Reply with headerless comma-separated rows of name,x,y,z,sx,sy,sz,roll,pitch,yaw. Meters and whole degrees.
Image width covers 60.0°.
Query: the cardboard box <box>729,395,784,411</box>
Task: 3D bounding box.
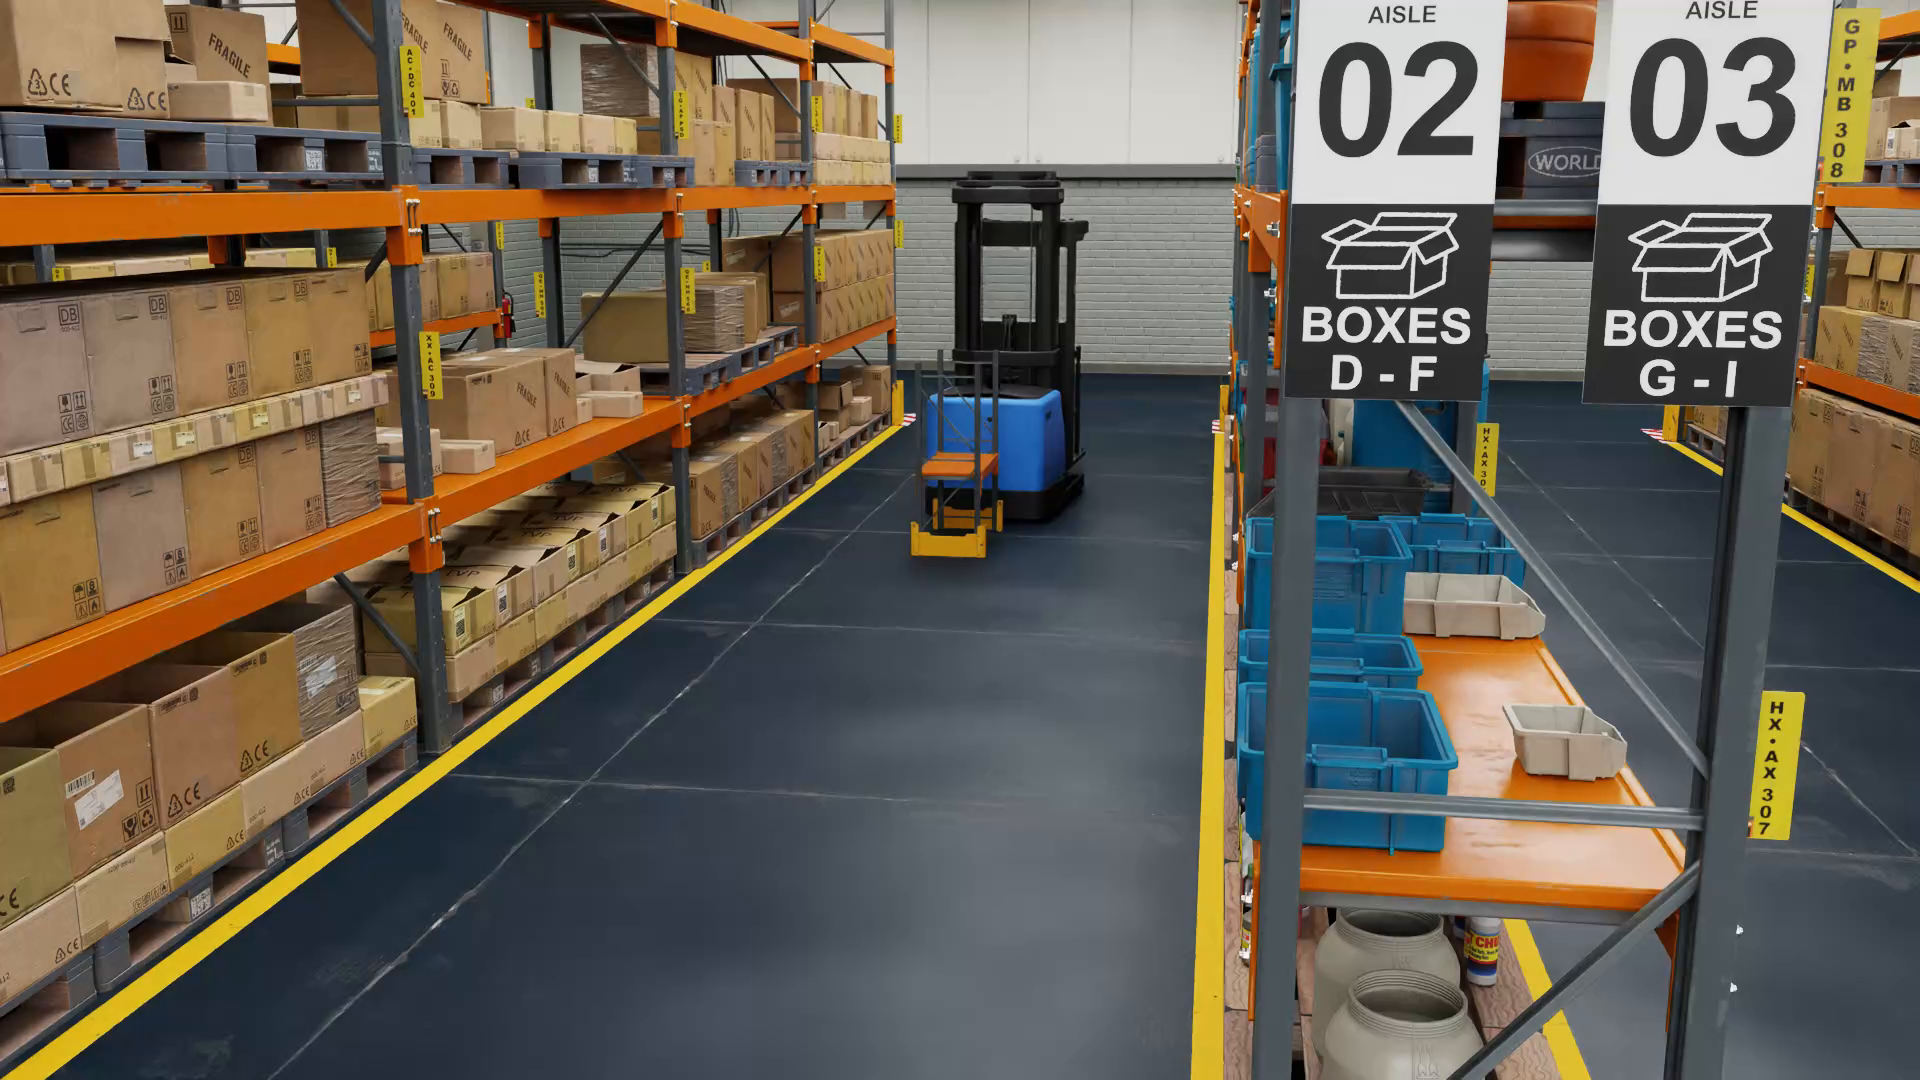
cardboard box,-2.073,-1.187,16.772,0.500,0.500,0.500,2,12,9

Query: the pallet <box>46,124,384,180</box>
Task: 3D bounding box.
pallet,-3.216,-1.646,7.100,1.003,0.211,1.213,2,12,9

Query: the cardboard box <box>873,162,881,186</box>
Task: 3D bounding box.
cardboard box,-1.171,-4.073,18.508,0.500,0.250,0.500,2,12,9

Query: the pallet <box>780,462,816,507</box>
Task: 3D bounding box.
pallet,-1.968,-0.533,15.464,1.003,0.211,1.213,2,12,9

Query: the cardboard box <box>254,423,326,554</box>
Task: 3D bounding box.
cardboard box,-3.247,-0.247,7.284,0.700,0.500,0.500,2,12,8

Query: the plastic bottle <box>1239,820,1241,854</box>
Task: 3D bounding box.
plastic bottle,1.153,1.165,6.565,0.097,0.201,0.097,0,12,0

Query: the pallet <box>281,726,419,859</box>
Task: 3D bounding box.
pallet,-3.274,1.126,7.766,1.003,0.211,1.213,2,12,9

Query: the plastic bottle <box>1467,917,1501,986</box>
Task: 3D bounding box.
plastic bottle,1.755,1.344,5.568,0.097,0.271,0.097,0,12,0

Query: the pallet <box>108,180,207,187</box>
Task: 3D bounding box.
pallet,-7.175,-3.136,14.254,1.003,0.211,1.213,2,12,11

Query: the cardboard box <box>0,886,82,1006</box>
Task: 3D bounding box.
cardboard box,-3.350,1.362,5.584,0.500,0.250,0.500,2,12,9

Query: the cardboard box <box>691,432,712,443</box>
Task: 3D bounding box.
cardboard box,-2.429,-0.646,14.261,0.500,0.500,0.500,1,12,7

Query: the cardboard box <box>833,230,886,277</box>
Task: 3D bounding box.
cardboard box,-1.139,-3.230,18.750,0.500,0.500,0.500,2,12,10

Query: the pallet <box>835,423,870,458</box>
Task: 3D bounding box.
pallet,-1.588,-1.101,18.101,1.003,0.211,1.213,2,12,9

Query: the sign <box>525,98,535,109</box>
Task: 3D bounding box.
sign,-3.031,-2.971,11.811,0.100,0.325,0.005,2,12,9

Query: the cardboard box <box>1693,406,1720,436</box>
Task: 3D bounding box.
cardboard box,8.503,-1.608,17.882,0.875,0.875,0.875,2,12,9

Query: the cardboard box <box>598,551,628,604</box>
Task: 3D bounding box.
cardboard box,-2.491,0.235,10.815,0.500,0.250,0.500,2,12,10

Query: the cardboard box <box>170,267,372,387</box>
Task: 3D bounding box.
cardboard box,-3.173,-0.992,7.658,0.700,0.500,0.500,2,12,9

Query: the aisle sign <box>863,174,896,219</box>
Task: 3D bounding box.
aisle sign,-0.952,-4.174,19.572,0.394,0.787,0.004,2,12,9

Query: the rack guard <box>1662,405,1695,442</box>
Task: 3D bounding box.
rack guard,8.527,-1.360,18.619,1.175,0.500,0.348,2,12,9

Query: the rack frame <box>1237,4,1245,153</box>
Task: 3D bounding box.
rack frame,3.629,-5.670,18.445,1.000,3.000,0.127,2,12,9

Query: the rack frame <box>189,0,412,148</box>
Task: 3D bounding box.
rack frame,-3.111,-3.334,7.602,1.000,3.000,0.127,2,12,9

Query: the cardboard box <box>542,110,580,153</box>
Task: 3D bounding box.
cardboard box,-2.671,-2.507,10.247,0.500,0.250,0.500,2,12,8

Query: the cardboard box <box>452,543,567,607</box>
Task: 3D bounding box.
cardboard box,-2.640,0.174,9.765,0.500,0.311,0.500,1,12,7

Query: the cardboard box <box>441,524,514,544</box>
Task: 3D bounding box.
cardboard box,-3.098,0.053,10.325,0.500,0.311,0.500,2,12,8

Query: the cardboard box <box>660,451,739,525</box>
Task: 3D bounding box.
cardboard box,-2.068,-0.422,13.218,0.500,0.500,0.500,1,12,7

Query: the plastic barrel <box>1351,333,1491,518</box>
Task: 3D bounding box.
plastic barrel,2.142,-0.555,7.761,0.600,0.901,0.708,2,12,9

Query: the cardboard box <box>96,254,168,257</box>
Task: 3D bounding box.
cardboard box,-7.334,-2.387,14.680,0.500,0.250,0.500,2,12,7

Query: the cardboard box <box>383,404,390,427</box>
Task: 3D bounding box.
cardboard box,-6.479,-1.466,18.114,0.700,0.500,0.500,2,12,8

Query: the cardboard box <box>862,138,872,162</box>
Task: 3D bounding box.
cardboard box,-1.249,-4.213,17.973,0.500,0.250,0.500,2,12,9

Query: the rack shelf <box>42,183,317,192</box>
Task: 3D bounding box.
rack shelf,-7.083,-2.924,14.531,1.077,0.370,4.000,2,12,9

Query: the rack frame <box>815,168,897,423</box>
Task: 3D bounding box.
rack frame,-1.265,-2.899,19.826,1.000,3.000,0.127,2,12,9

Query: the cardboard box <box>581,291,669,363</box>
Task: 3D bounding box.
cardboard box,-2.510,-1.623,12.669,0.700,0.500,0.500,-2,12,-10

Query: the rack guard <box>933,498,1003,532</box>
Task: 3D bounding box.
rack guard,0.065,-0.210,13.874,0.587,0.250,0.087,2,12,9

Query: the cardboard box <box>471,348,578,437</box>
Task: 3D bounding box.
cardboard box,-2.737,-0.933,10.464,0.500,0.500,0.500,1,12,6

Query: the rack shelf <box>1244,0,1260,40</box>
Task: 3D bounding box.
rack shelf,2.091,-3.042,8.904,1.077,0.370,4.000,2,12,9

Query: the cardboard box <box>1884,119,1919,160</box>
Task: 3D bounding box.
cardboard box,7.650,-3.147,13.072,0.500,0.311,0.500,1,12,7

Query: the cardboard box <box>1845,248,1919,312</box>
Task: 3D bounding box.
cardboard box,7.818,-2.151,13.734,0.797,0.503,0.637,2,12,7

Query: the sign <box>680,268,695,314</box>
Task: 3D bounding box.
sign,-1.946,-1.782,11.896,0.100,0.325,0.005,2,12,9

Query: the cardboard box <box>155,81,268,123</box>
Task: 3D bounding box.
cardboard box,-3.026,-1.758,6.680,0.380,0.149,0.250,2,12,9

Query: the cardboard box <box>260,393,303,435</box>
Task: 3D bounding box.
cardboard box,-3.058,-0.543,7.115,0.380,0.149,0.250,2,12,9

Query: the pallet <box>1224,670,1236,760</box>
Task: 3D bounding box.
pallet,1.866,0.959,8.544,1.003,0.211,1.213,2,12,9

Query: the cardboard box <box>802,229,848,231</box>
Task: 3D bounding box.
cardboard box,-1.594,-3.353,19.321,0.500,0.500,0.500,2,12,10

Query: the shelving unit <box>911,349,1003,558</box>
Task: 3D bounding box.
shelving unit,-0.012,-0.717,13.262,0.587,1.500,1.083,2,12,9

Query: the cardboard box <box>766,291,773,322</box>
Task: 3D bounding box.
cardboard box,-2.057,-2.228,16.473,0.500,0.500,0.500,2,12,10

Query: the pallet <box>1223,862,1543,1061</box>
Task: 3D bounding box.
pallet,1.454,1.516,5.956,1.003,0.211,1.213,2,12,9

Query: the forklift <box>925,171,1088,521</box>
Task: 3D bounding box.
forklift,0.550,-1.863,15.182,1.130,2.935,3.031,3,13,13

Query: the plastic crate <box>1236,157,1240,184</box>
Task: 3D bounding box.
plastic crate,2.983,-3.695,16.679,0.437,0.282,0.530,2,12,9

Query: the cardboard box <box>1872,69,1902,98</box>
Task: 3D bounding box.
cardboard box,8.059,-4.076,14.916,0.500,0.250,0.500,1,12,5

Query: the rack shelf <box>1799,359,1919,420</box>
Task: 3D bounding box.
rack shelf,7.600,-0.977,12.613,1.077,0.370,4.000,2,12,9

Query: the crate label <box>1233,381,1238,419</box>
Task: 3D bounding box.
crate label,1.963,-0.915,11.017,0.303,0.233,0.416,2,12,9

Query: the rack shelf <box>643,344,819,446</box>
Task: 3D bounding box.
rack shelf,-2.188,-1.298,14.106,1.077,0.370,4.000,2,12,9

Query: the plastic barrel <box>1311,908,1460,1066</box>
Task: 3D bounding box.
plastic barrel,1.271,1.360,4.972,0.421,0.512,0.421,0,12,0

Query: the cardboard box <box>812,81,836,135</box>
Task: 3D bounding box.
cardboard box,-1.626,-4.272,16.467,0.700,0.500,0.500,2,12,9

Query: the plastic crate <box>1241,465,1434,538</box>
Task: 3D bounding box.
plastic crate,1.577,-0.105,7.006,0.767,0.338,0.504,2,12,9

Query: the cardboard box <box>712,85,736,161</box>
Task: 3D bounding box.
cardboard box,-2.233,-3.456,13.816,0.600,0.600,0.600,1,12,6
